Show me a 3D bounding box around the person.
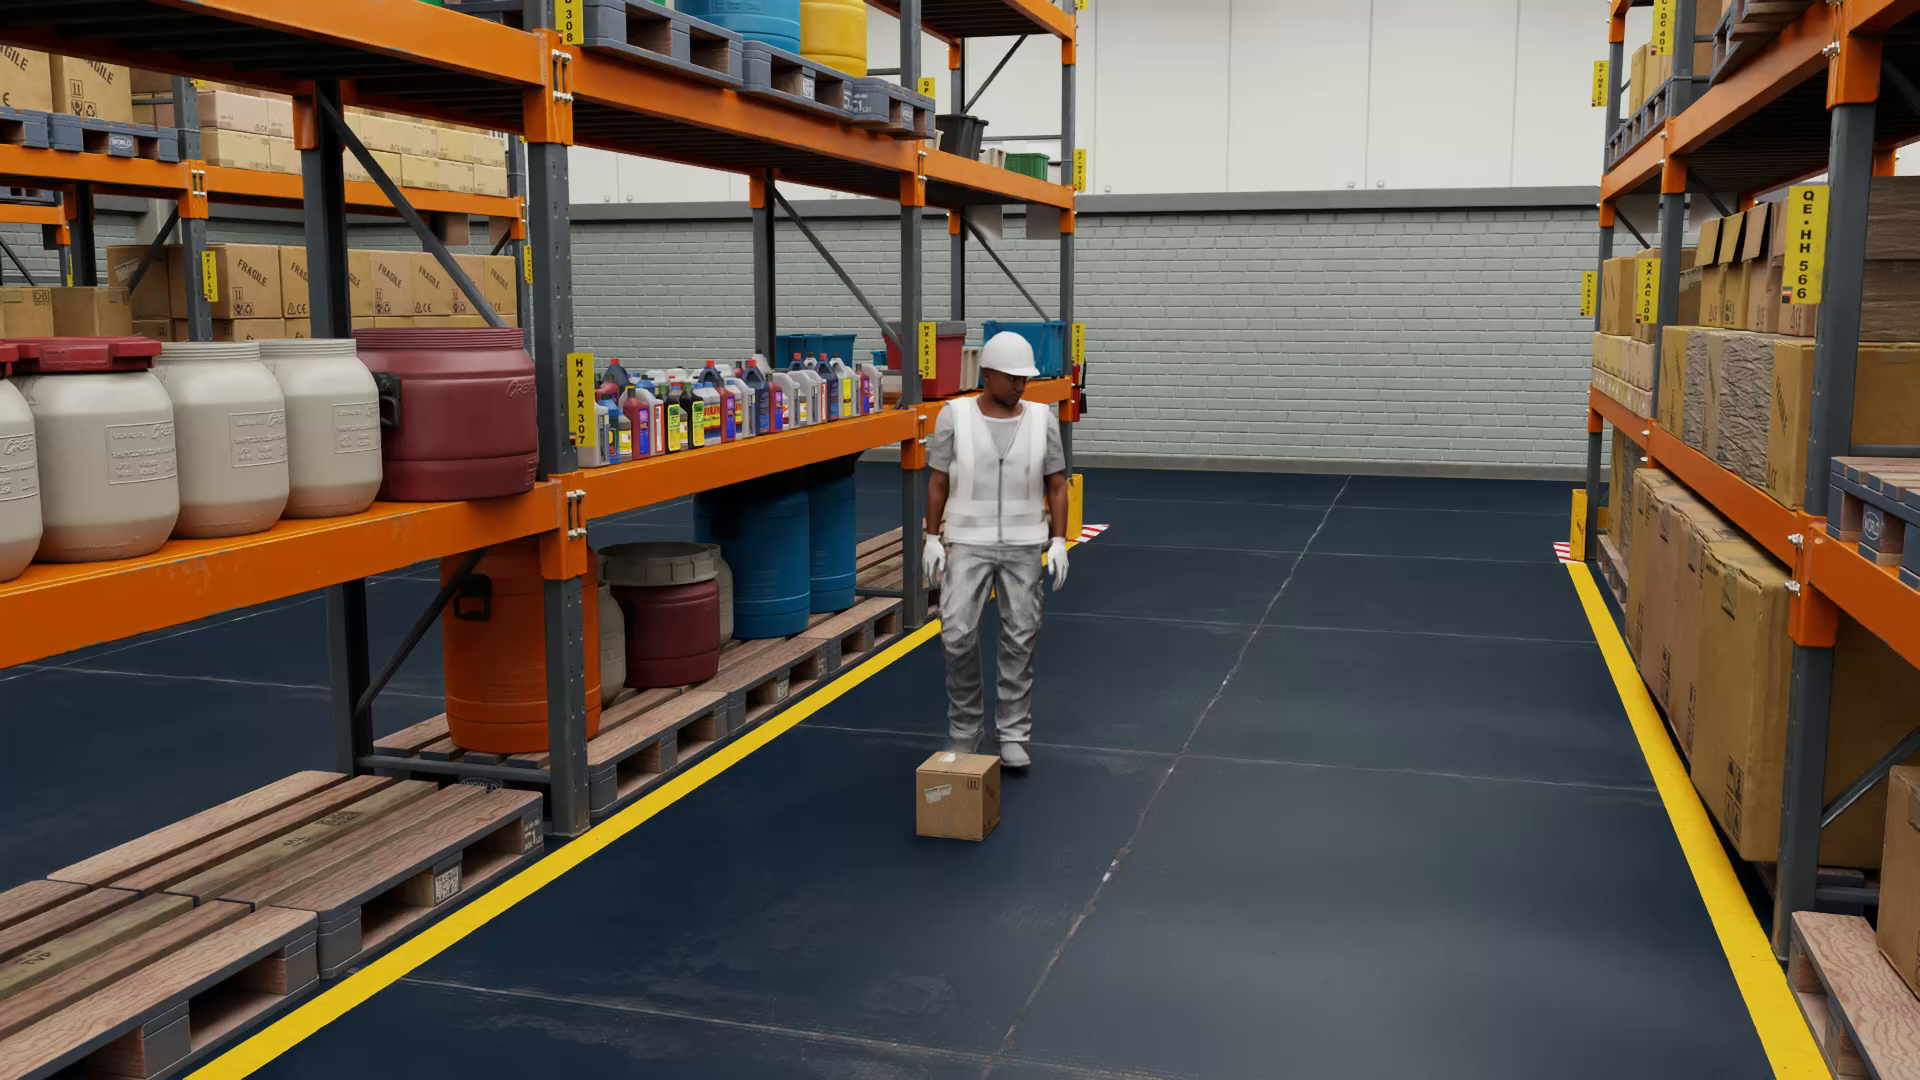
[{"bbox_3d":[0.153,0.016,6.758,0.593,1.716,0.423,-1,8,-7],"label":"person"}]
